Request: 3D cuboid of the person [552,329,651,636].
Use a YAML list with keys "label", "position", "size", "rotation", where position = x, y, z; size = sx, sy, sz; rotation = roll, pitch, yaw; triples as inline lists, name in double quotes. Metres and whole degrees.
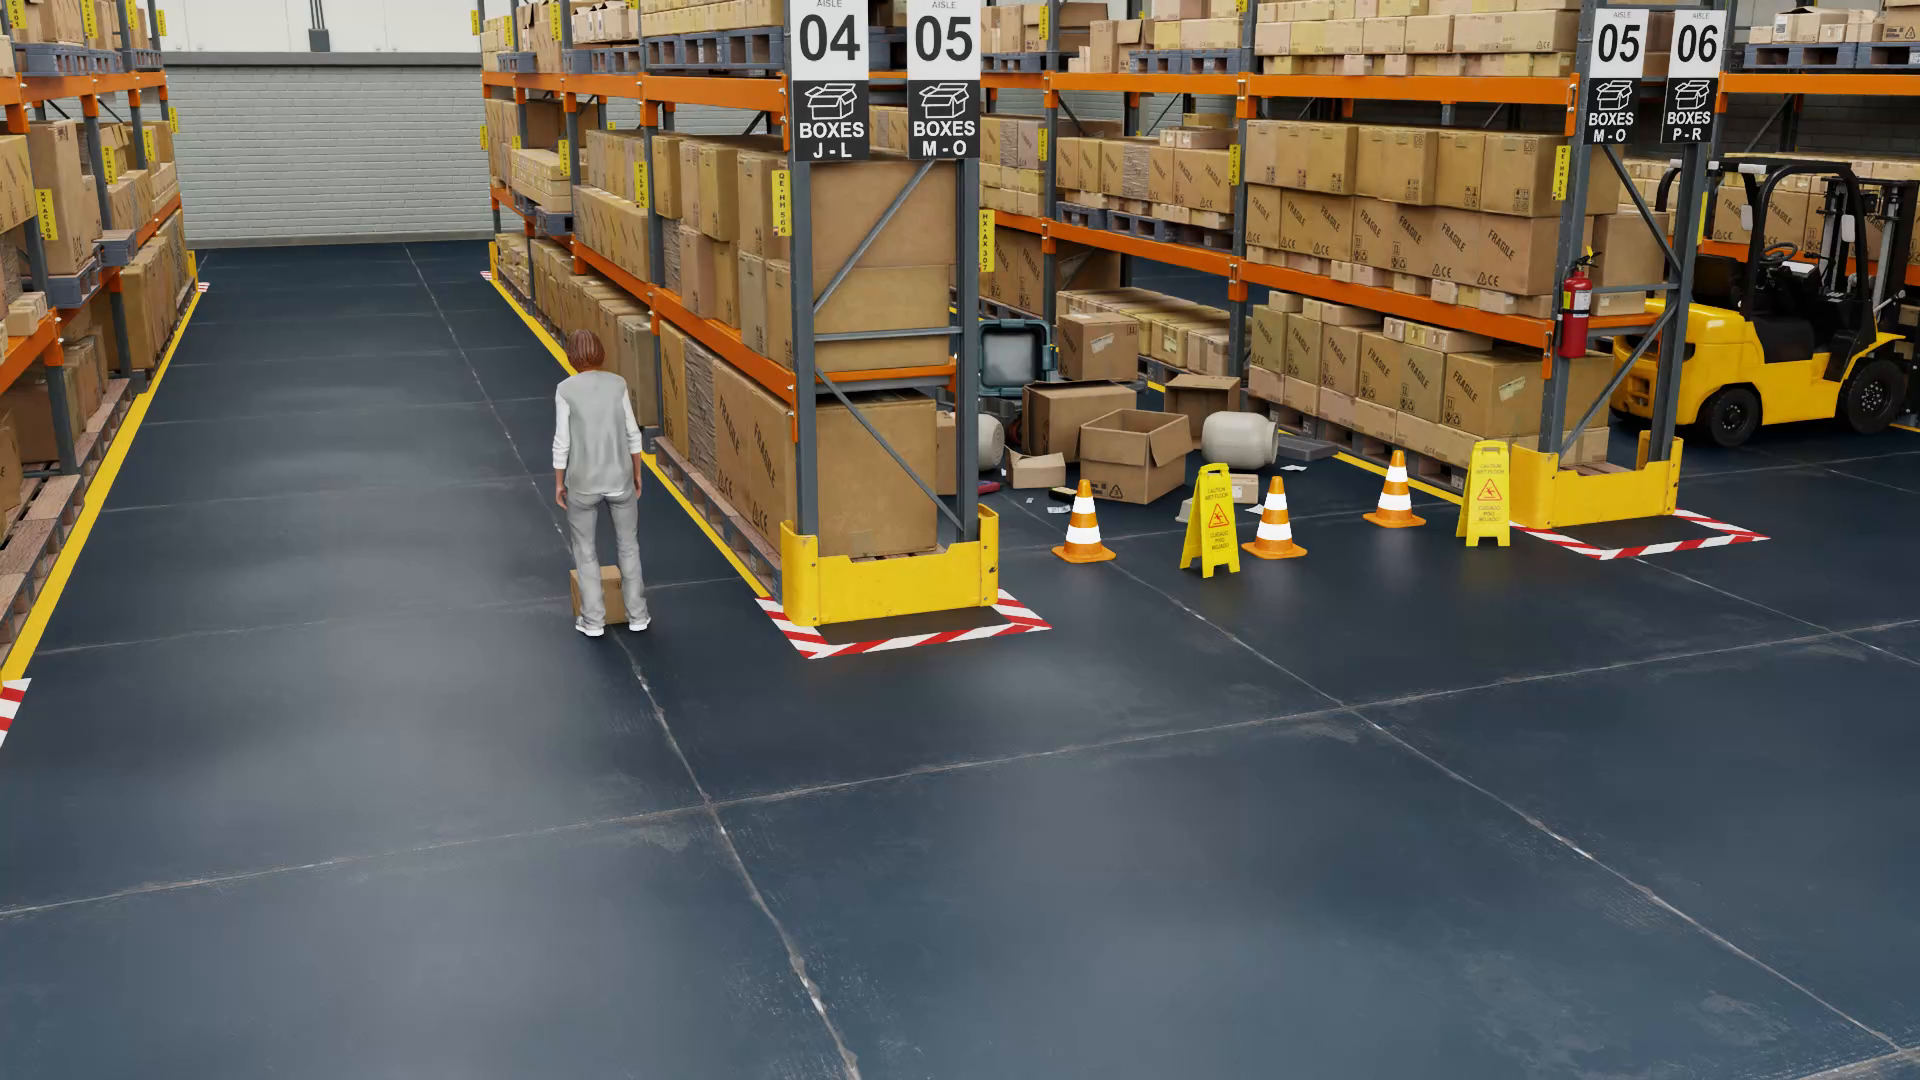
- label: "person"
  position: [-1.850, -0.284, 8.551]
  size: [0.476, 1.591, 0.346]
  rotation: [-7, 17, -23]
